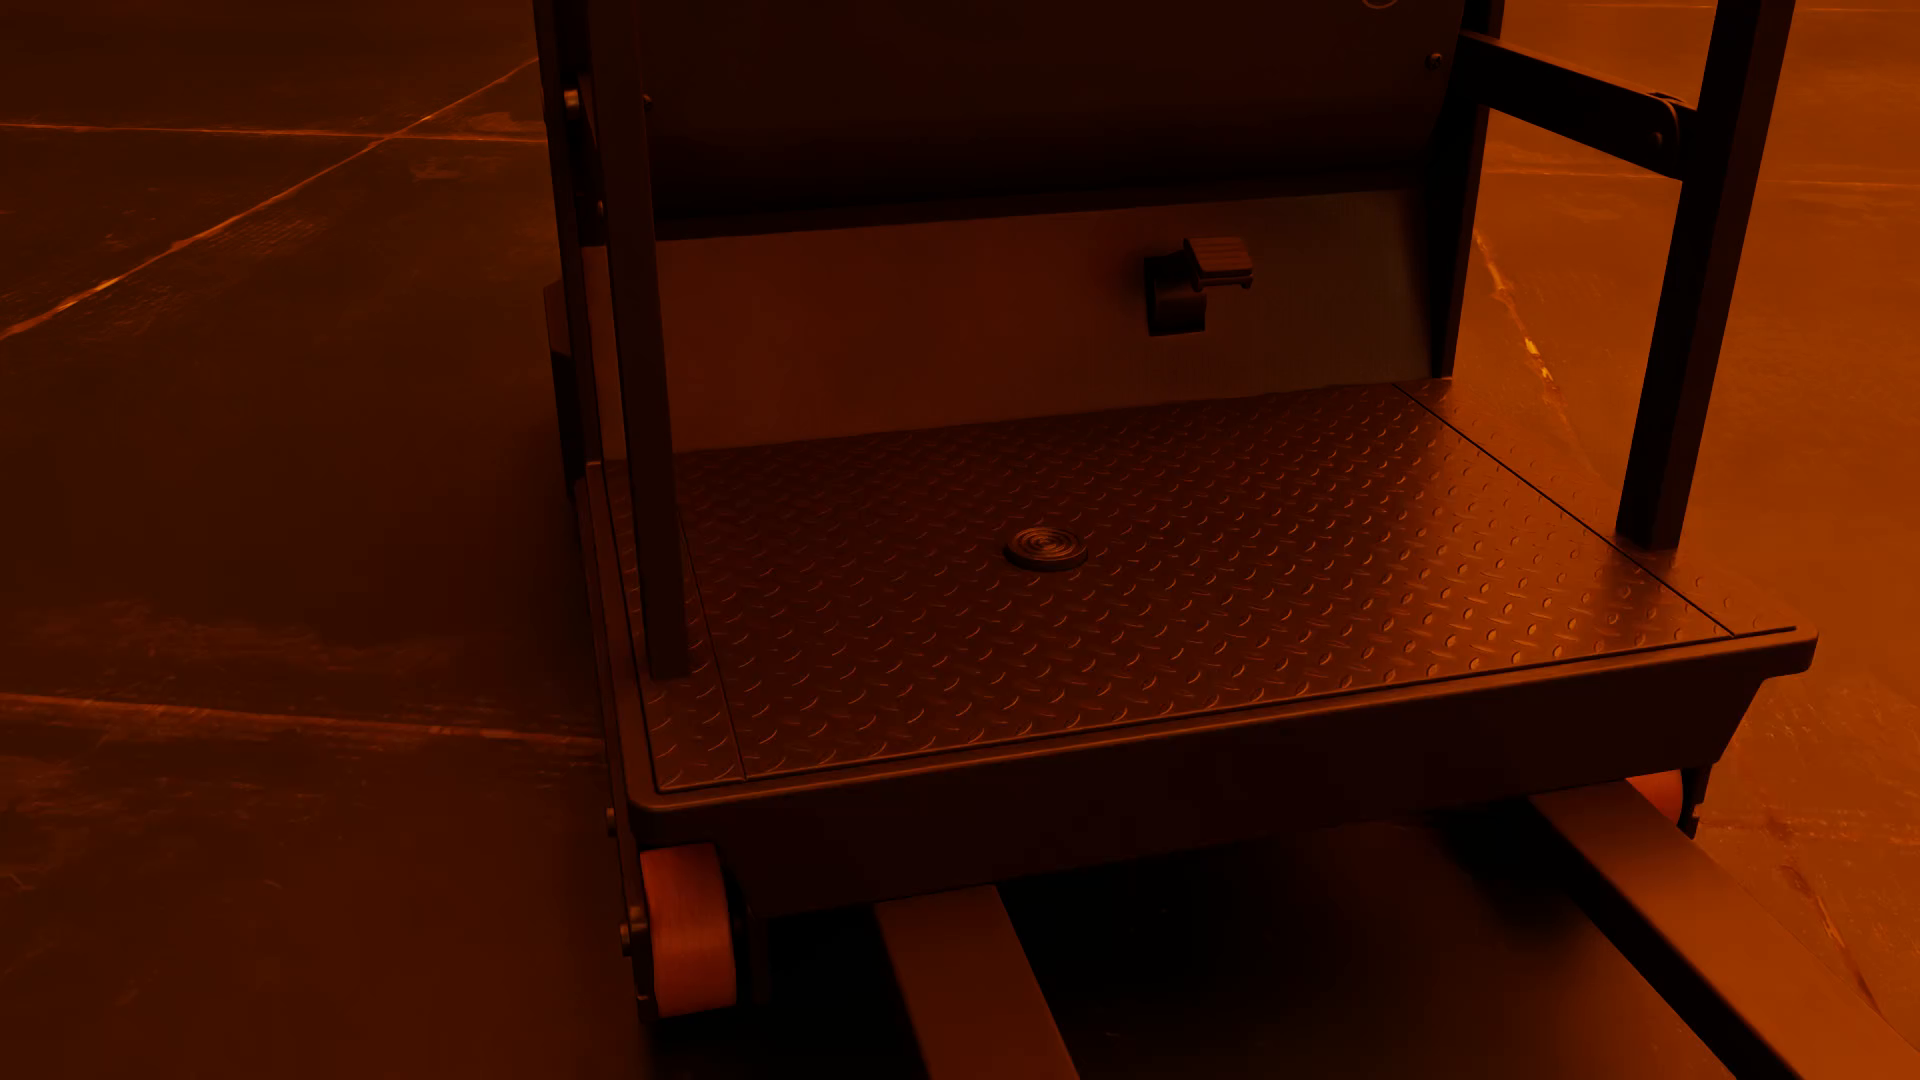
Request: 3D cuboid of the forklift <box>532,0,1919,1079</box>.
[{"bbox_3d":[0.153,-1.049,1.319,1.130,2.935,3.031,-7,27,-13],"label":"forklift"}]
